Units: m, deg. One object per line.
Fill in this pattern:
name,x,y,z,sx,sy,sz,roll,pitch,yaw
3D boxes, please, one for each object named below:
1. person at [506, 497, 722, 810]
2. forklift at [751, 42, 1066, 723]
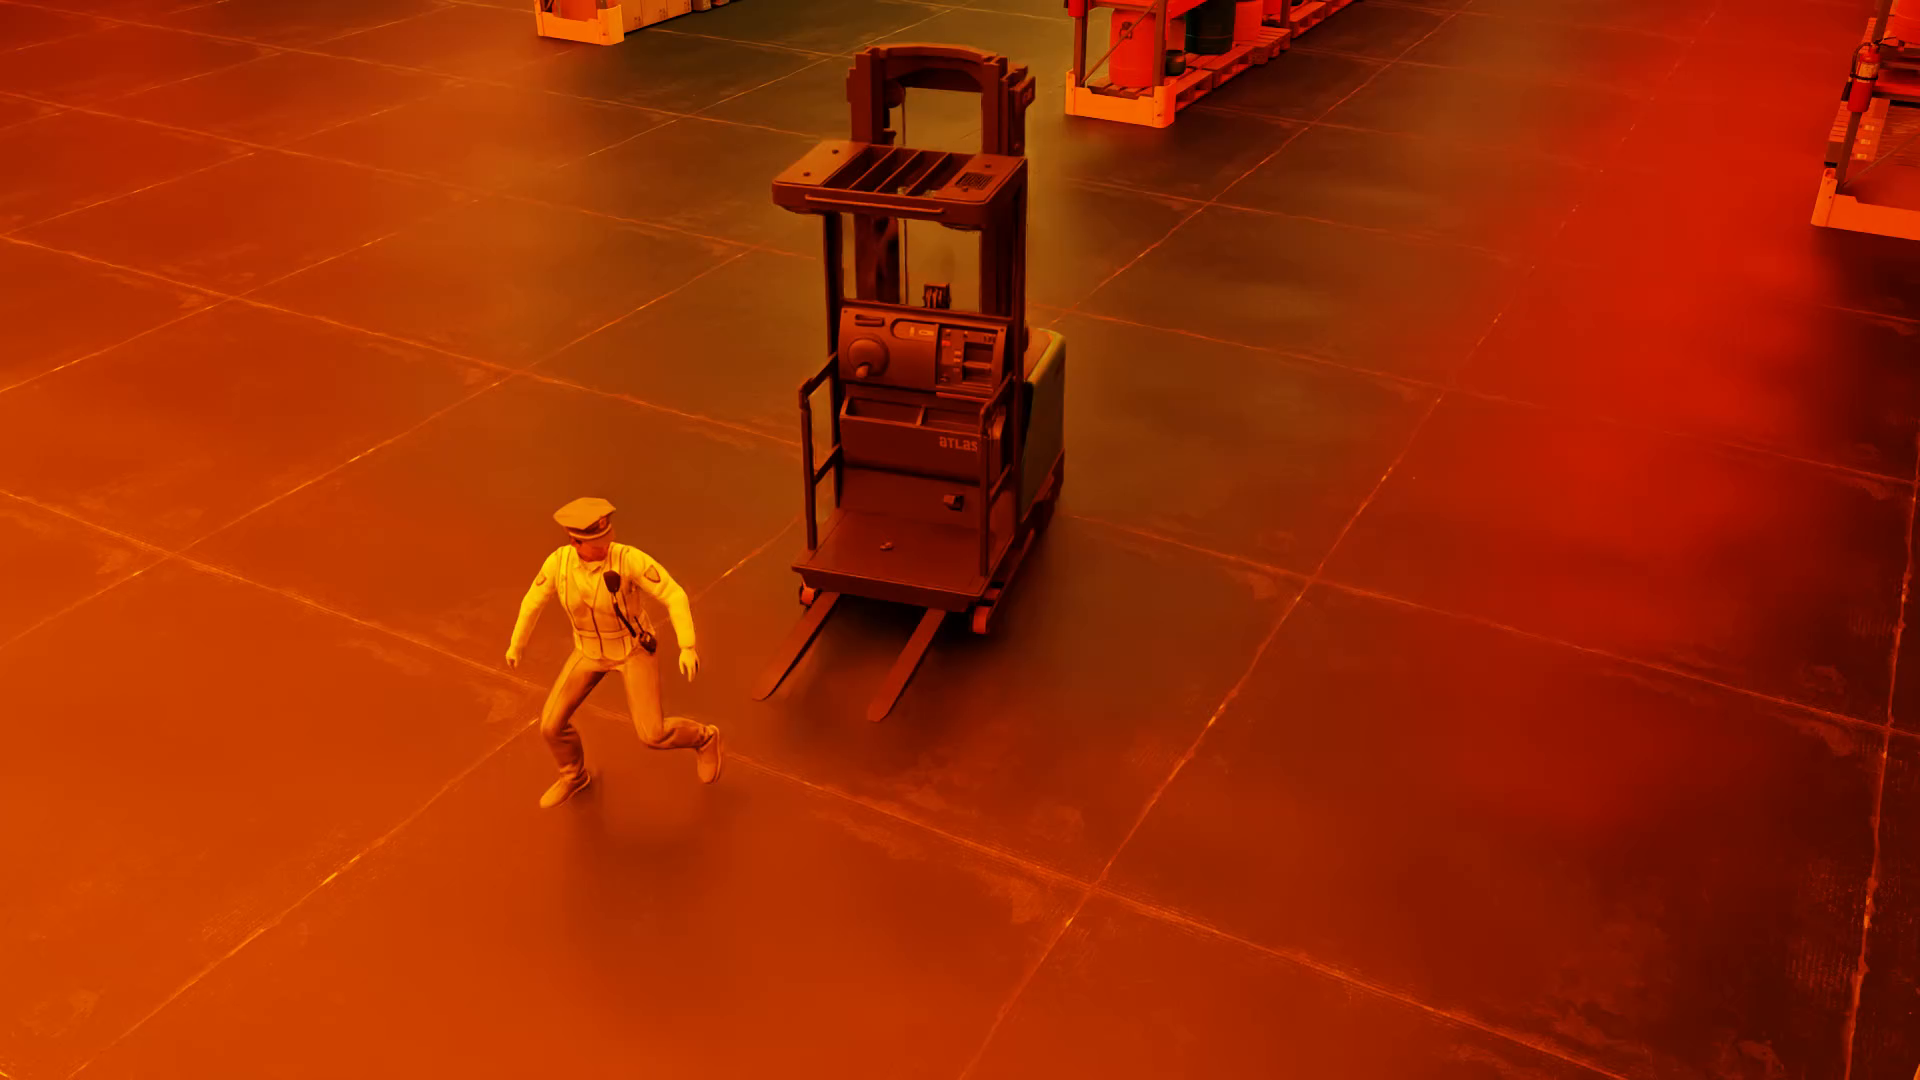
person,-1.626,0.515,7.597,0.948,1.562,0.537,7,31,11
forklift,-0.266,-0.969,8.750,1.130,2.935,3.031,9,31,15
